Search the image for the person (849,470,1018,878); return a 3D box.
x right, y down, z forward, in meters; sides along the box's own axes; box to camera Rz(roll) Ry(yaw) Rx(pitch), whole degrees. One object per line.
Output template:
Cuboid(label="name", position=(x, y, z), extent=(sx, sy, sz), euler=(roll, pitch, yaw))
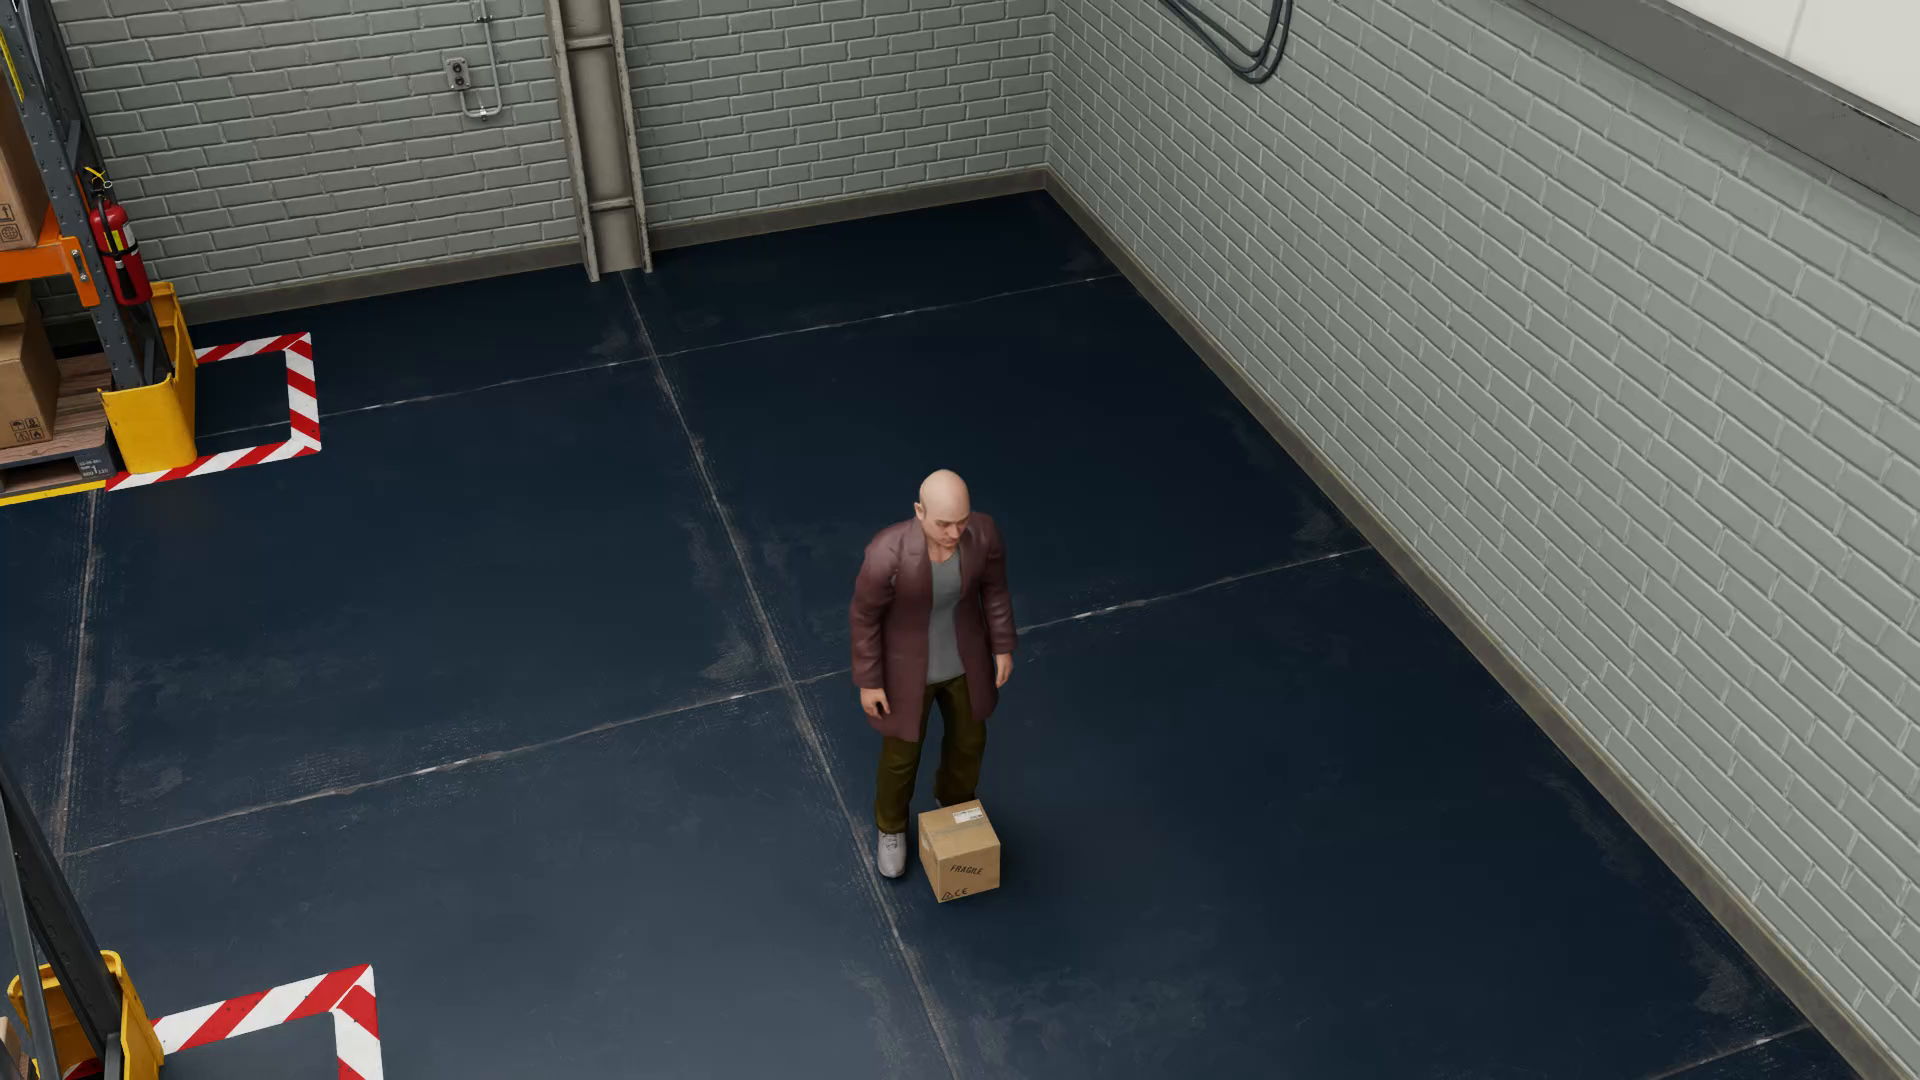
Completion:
Cuboid(label="person", position=(-0.092, 0.463, 6.188), extent=(0.653, 1.774, 0.416), euler=(-13, 39, -17))
